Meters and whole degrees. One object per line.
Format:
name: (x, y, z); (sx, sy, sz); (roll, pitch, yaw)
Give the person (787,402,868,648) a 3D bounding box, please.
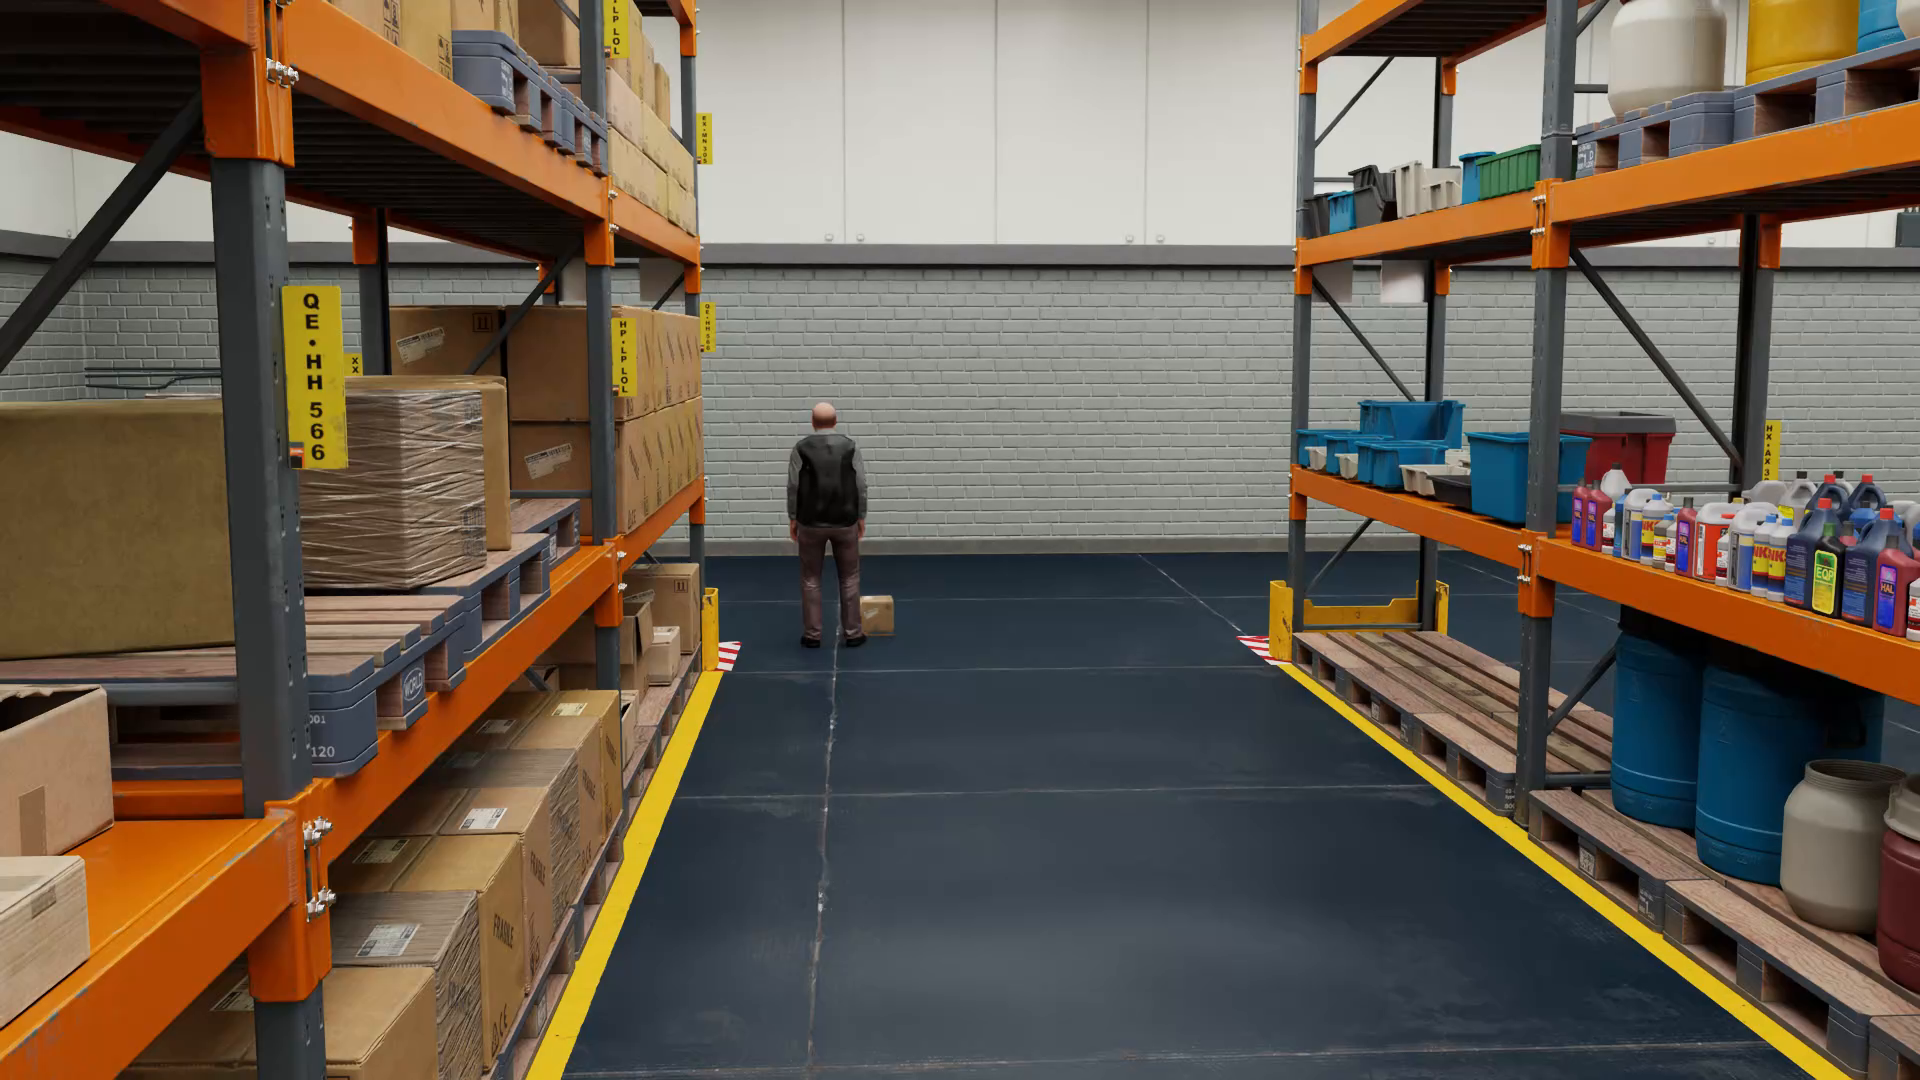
person: (-0.934, -0.104, 11.719); (0.571, 1.721, 0.421); (-1, 7, -8)
